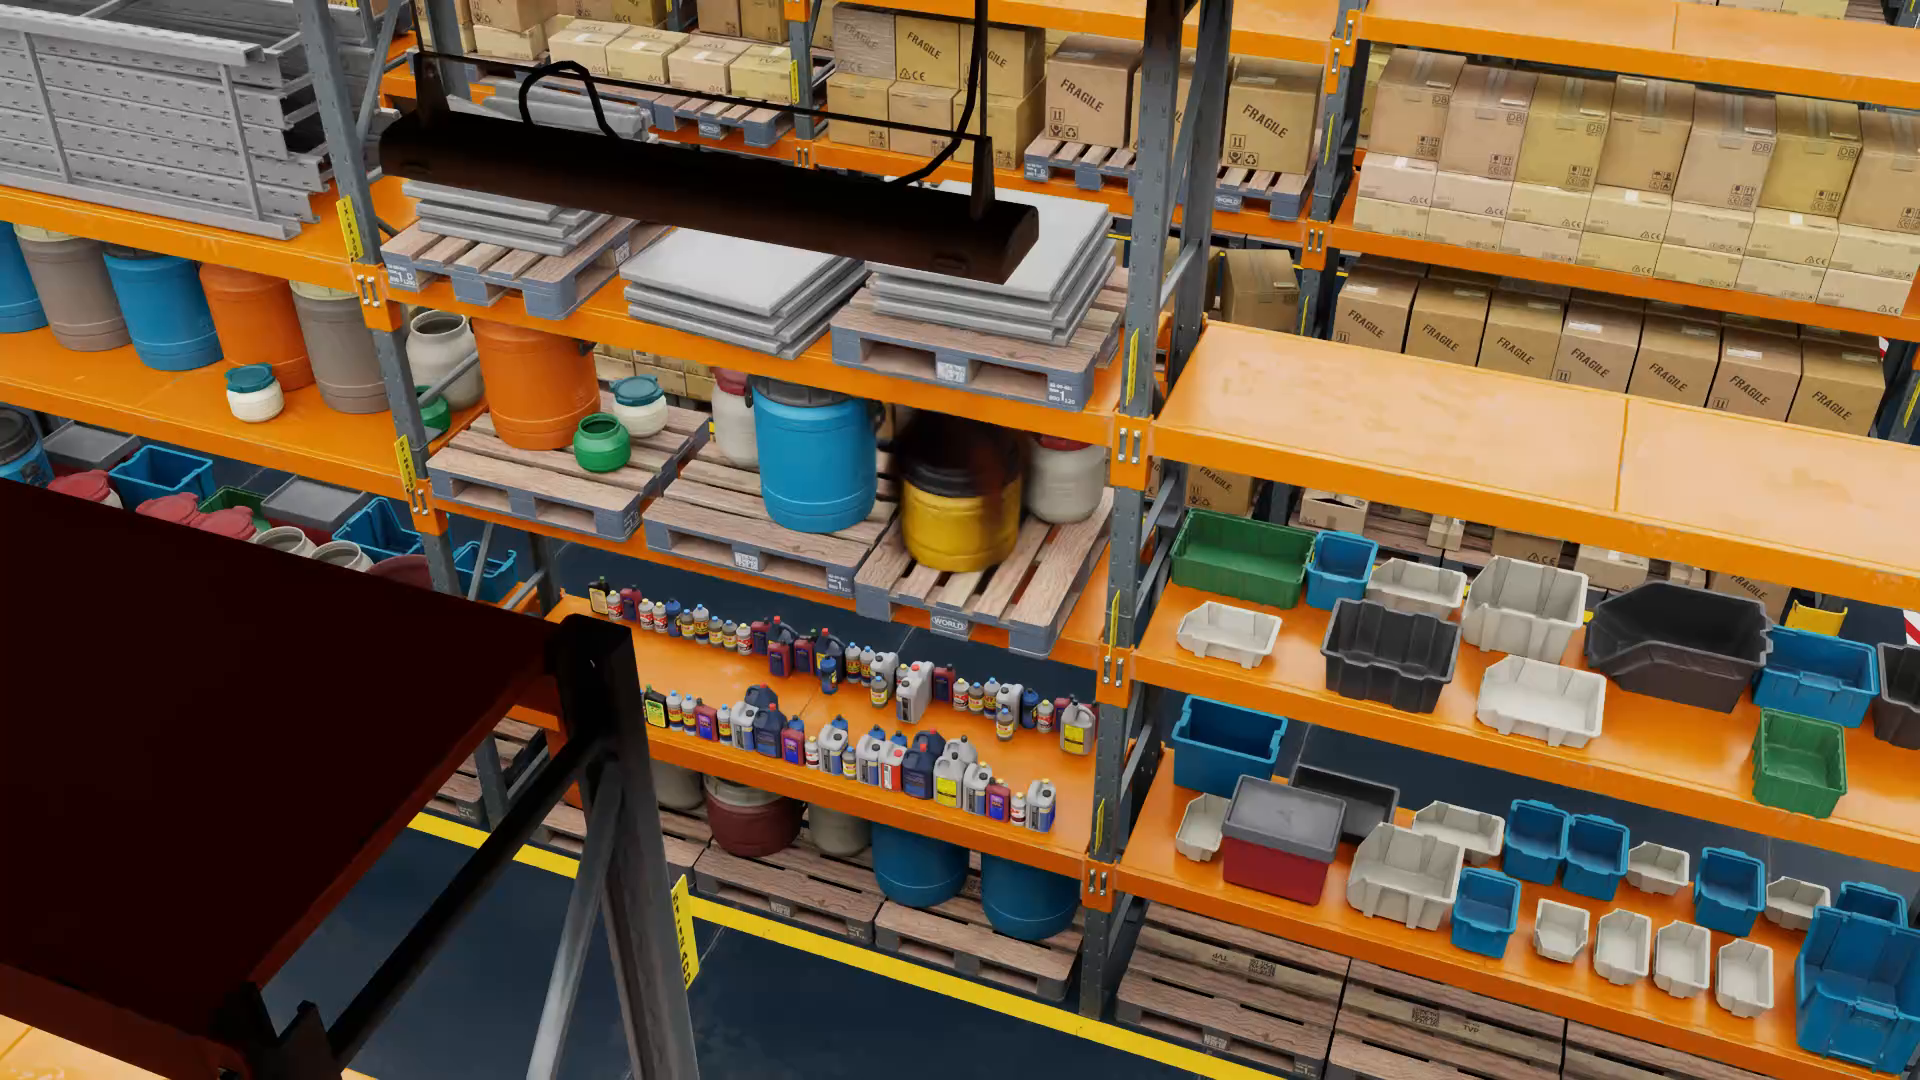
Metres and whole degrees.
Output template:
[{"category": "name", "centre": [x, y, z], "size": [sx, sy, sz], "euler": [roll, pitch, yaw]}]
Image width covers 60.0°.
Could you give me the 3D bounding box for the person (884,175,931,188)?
[{"category": "person", "centre": [-0.505, -3.070, 16.129], "size": [0.488, 1.658, 0.501], "euler": [-21, 41, -26]}]
